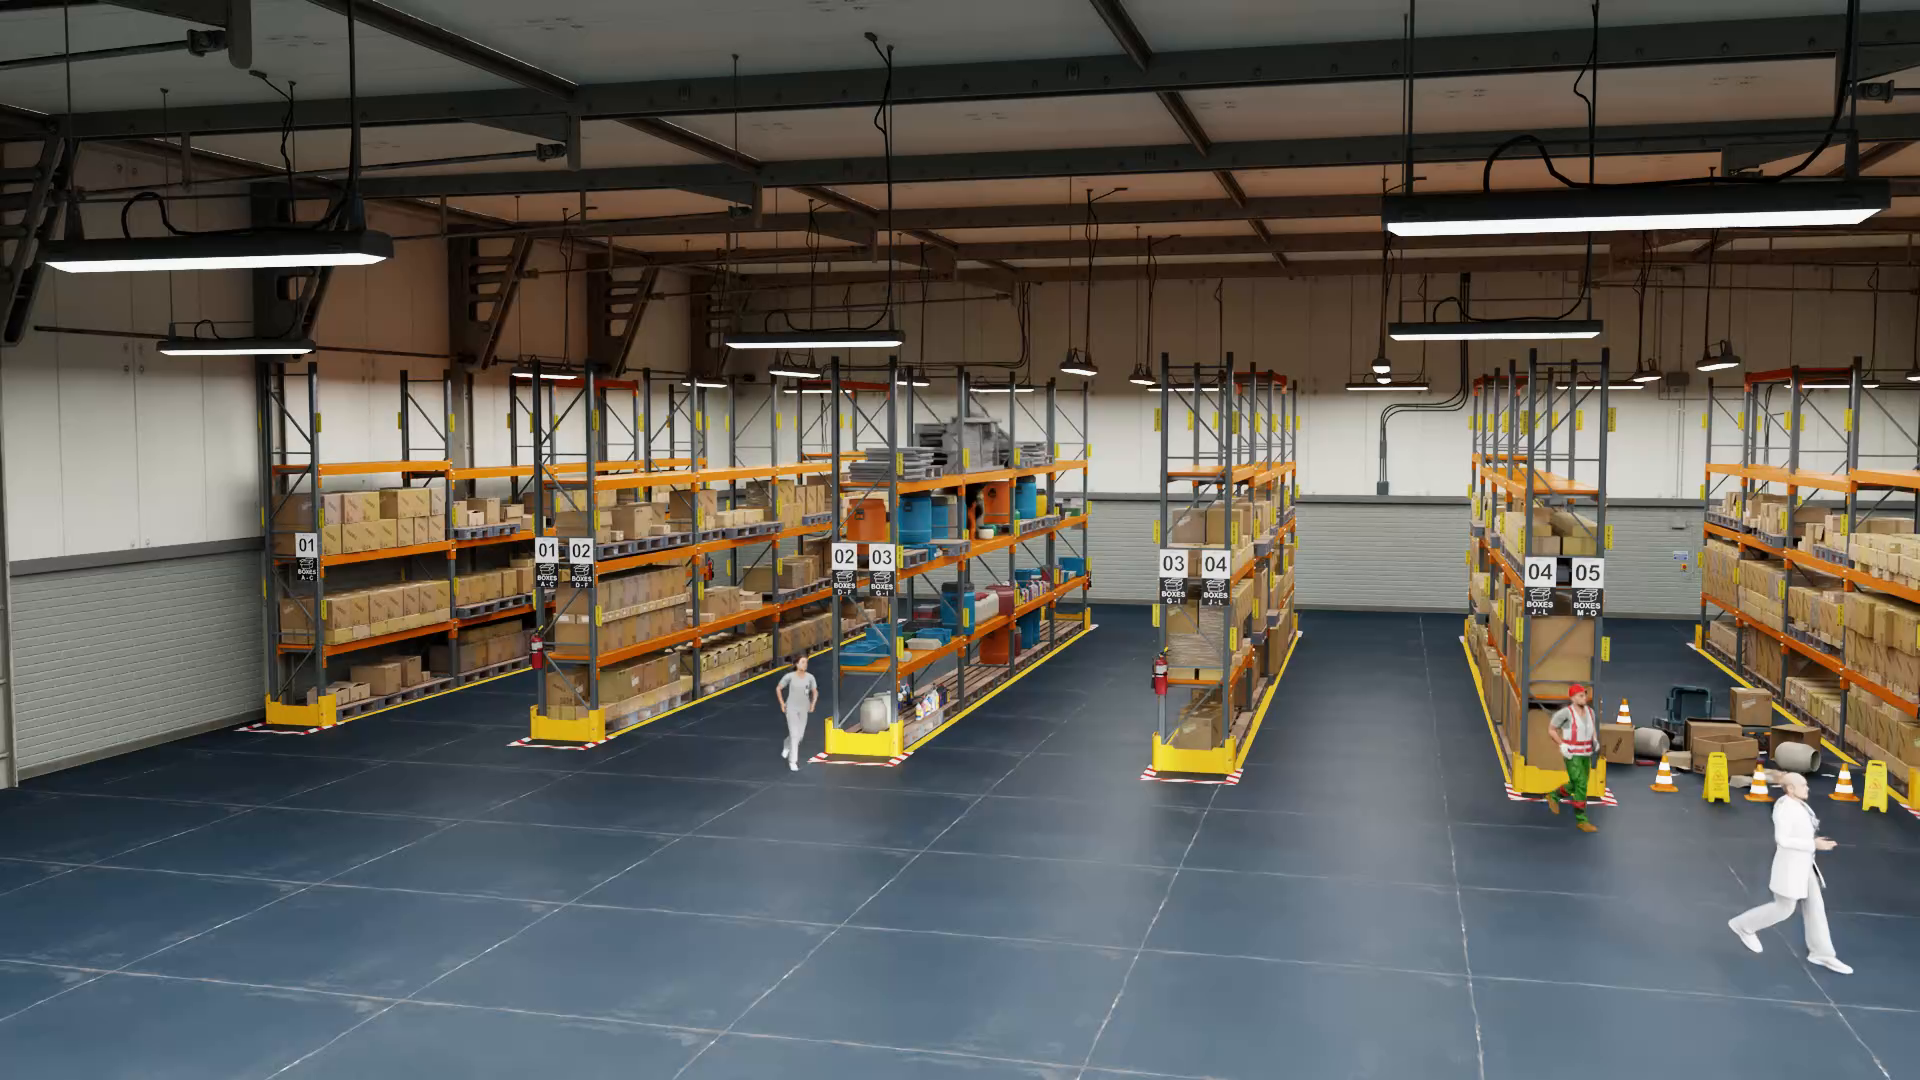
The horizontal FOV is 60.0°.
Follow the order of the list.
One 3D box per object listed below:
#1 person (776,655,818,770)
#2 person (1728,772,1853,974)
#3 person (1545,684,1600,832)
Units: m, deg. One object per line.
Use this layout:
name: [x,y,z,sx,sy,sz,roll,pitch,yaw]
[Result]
person: [-2.377,2.488,24.296,0.606,1.643,0.680,-2,4,-23]
person: [7.648,3.019,15.284,1.049,1.781,0.710,4,6,44]
person: [7.590,2.652,20.566,0.652,1.775,0.870,-2,4,-24]
